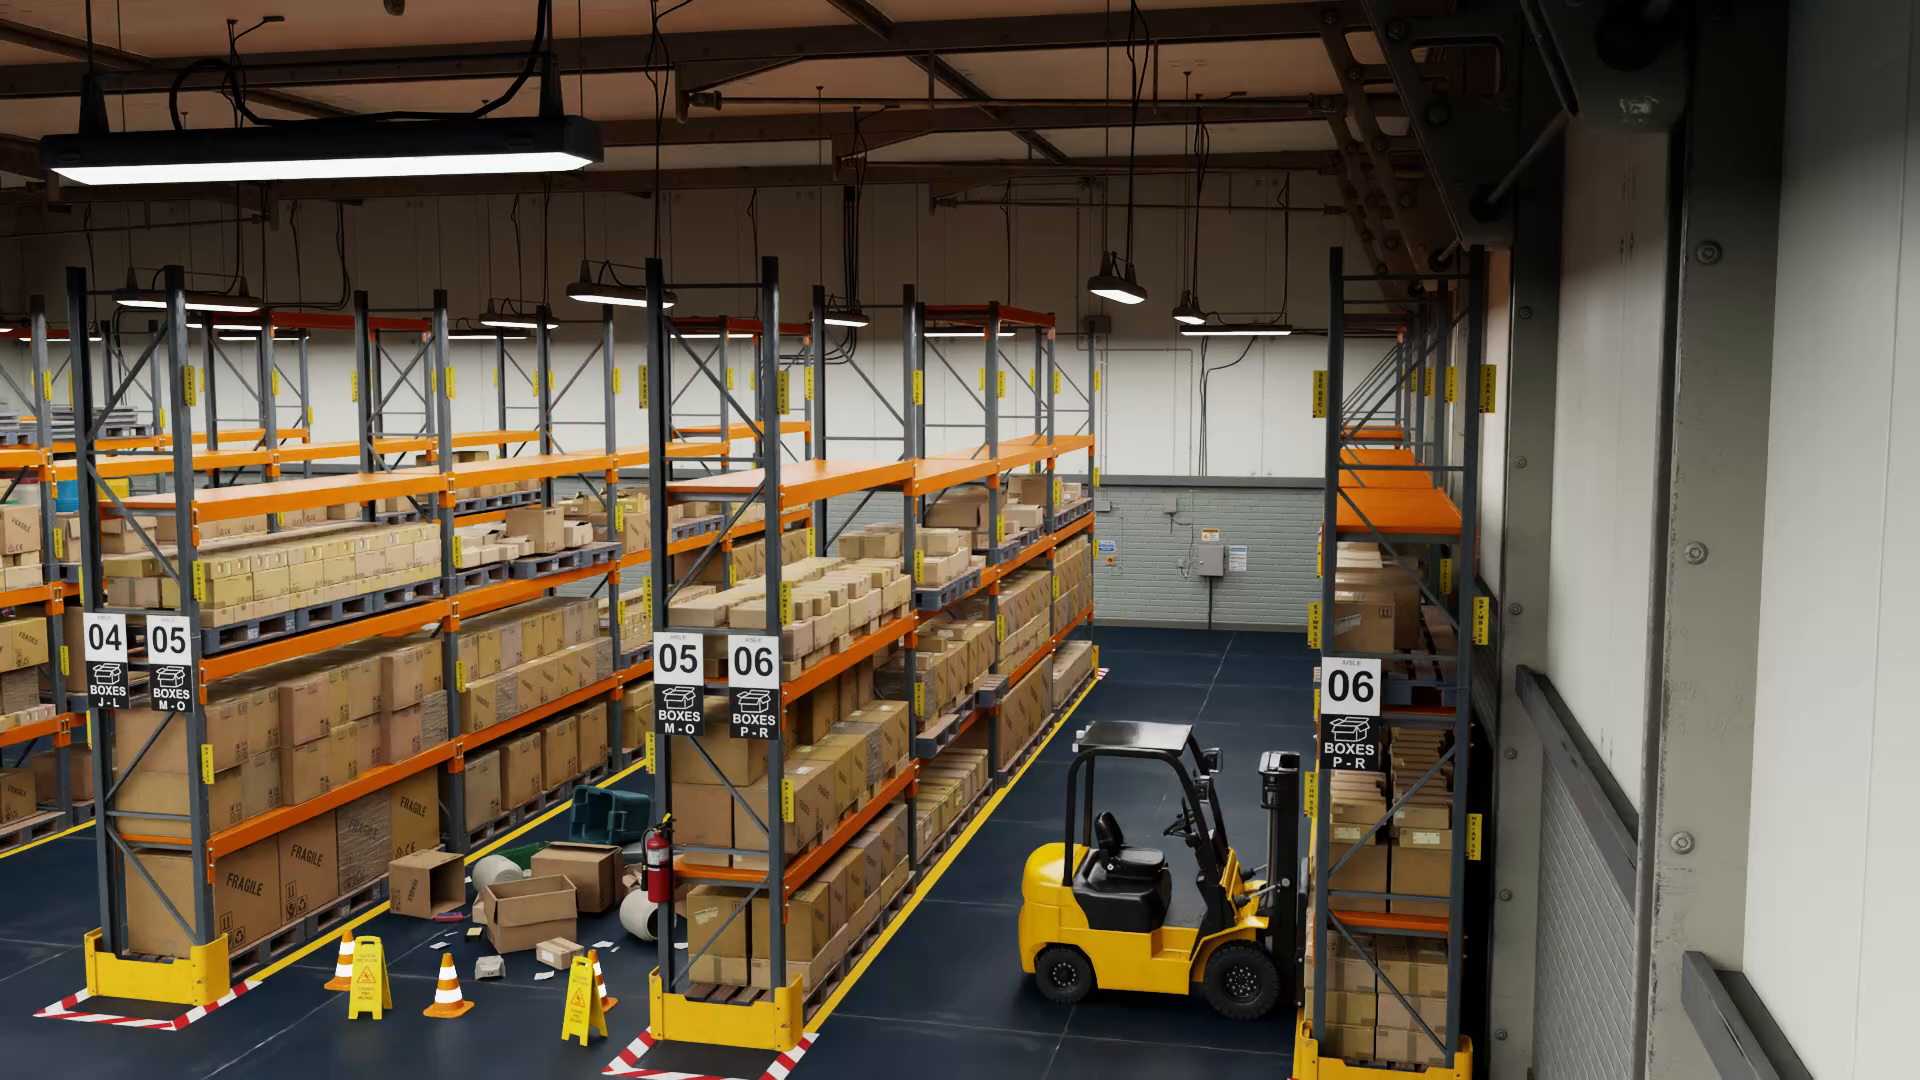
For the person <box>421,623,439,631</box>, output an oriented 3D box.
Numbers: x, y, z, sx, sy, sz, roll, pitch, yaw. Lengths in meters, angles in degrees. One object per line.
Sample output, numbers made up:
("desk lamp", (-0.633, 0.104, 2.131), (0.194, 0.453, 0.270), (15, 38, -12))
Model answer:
("person", (-7.390, 1.996, 23.070), (0.486, 1.673, 0.448), (1, 6, 13))
